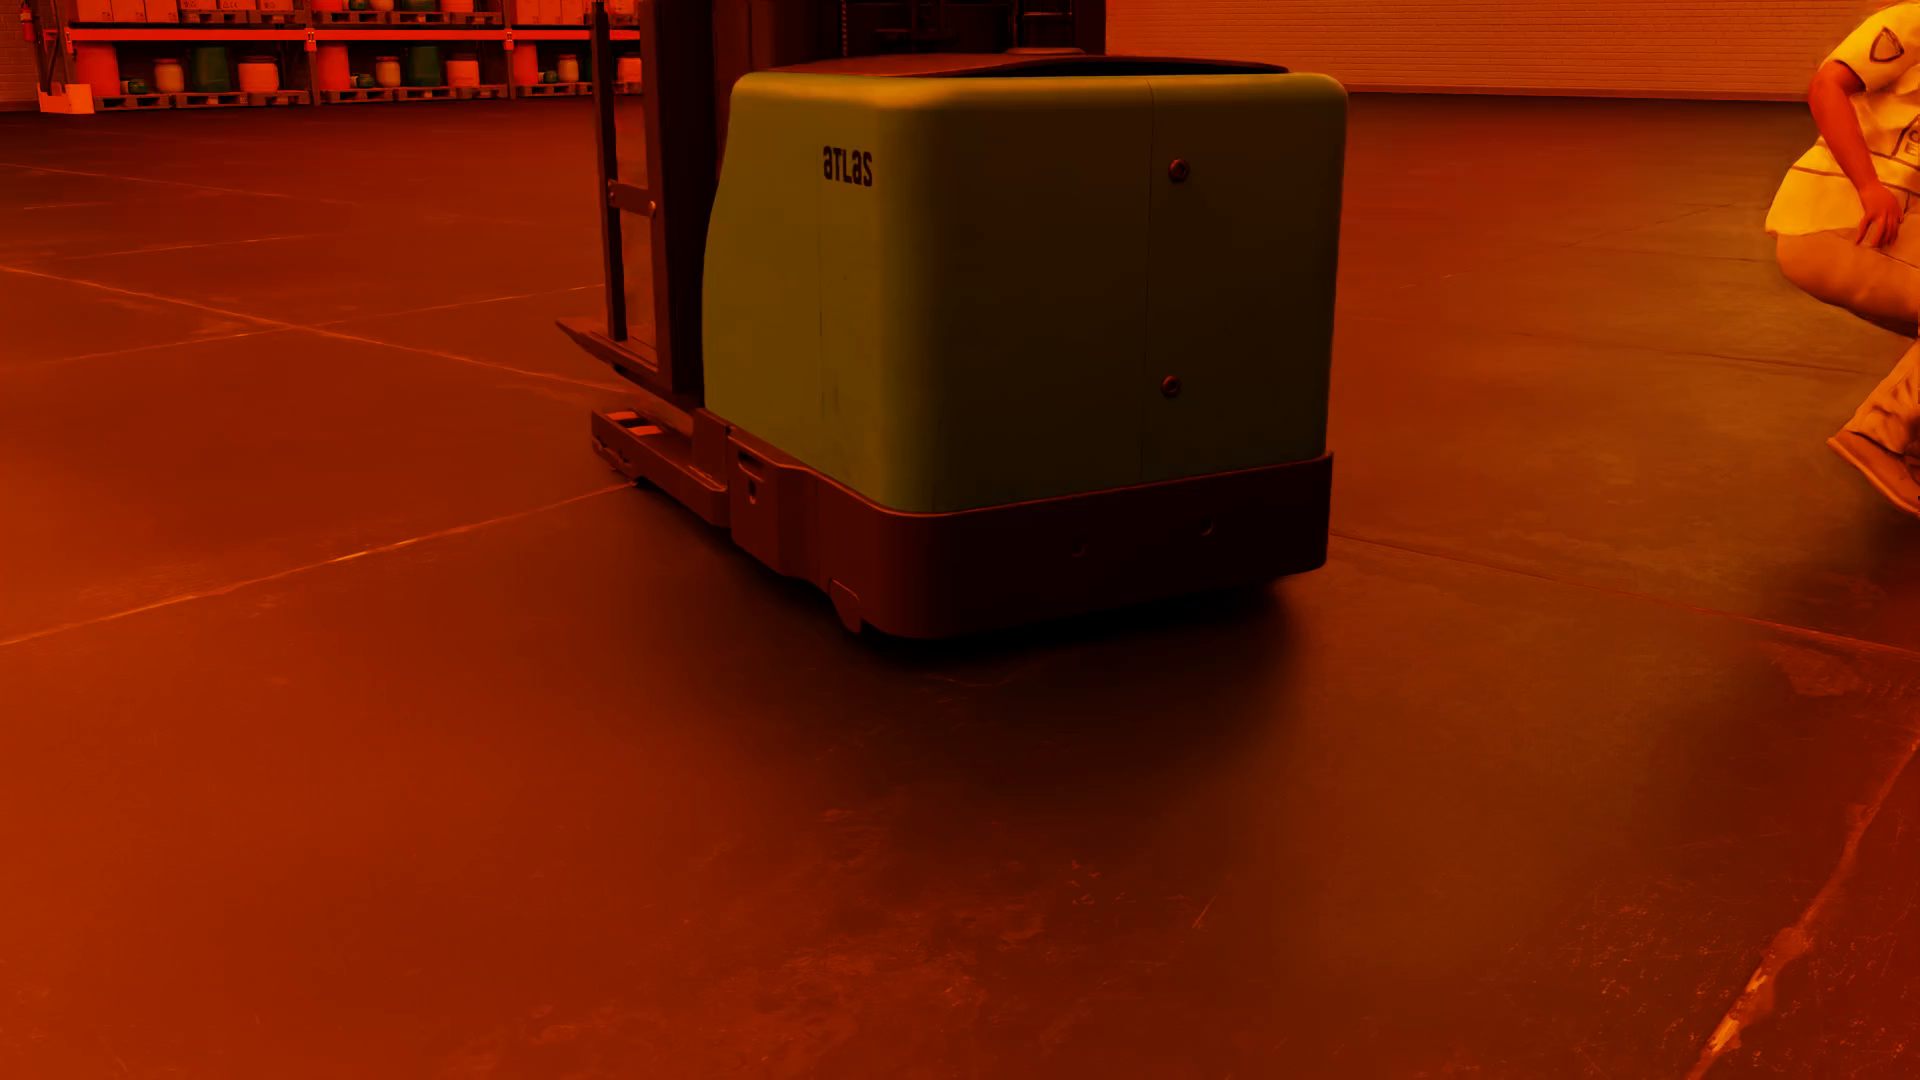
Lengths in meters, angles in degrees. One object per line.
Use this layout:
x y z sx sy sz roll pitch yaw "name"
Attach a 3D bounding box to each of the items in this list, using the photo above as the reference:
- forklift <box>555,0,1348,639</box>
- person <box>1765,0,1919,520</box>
-0.359 -1.597 4.157 1.130 2.935 3.031 -9 19 -27 "forklift"
2.350 -0.735 4.022 0.825 1.454 0.663 -15 22 -40 "person"
